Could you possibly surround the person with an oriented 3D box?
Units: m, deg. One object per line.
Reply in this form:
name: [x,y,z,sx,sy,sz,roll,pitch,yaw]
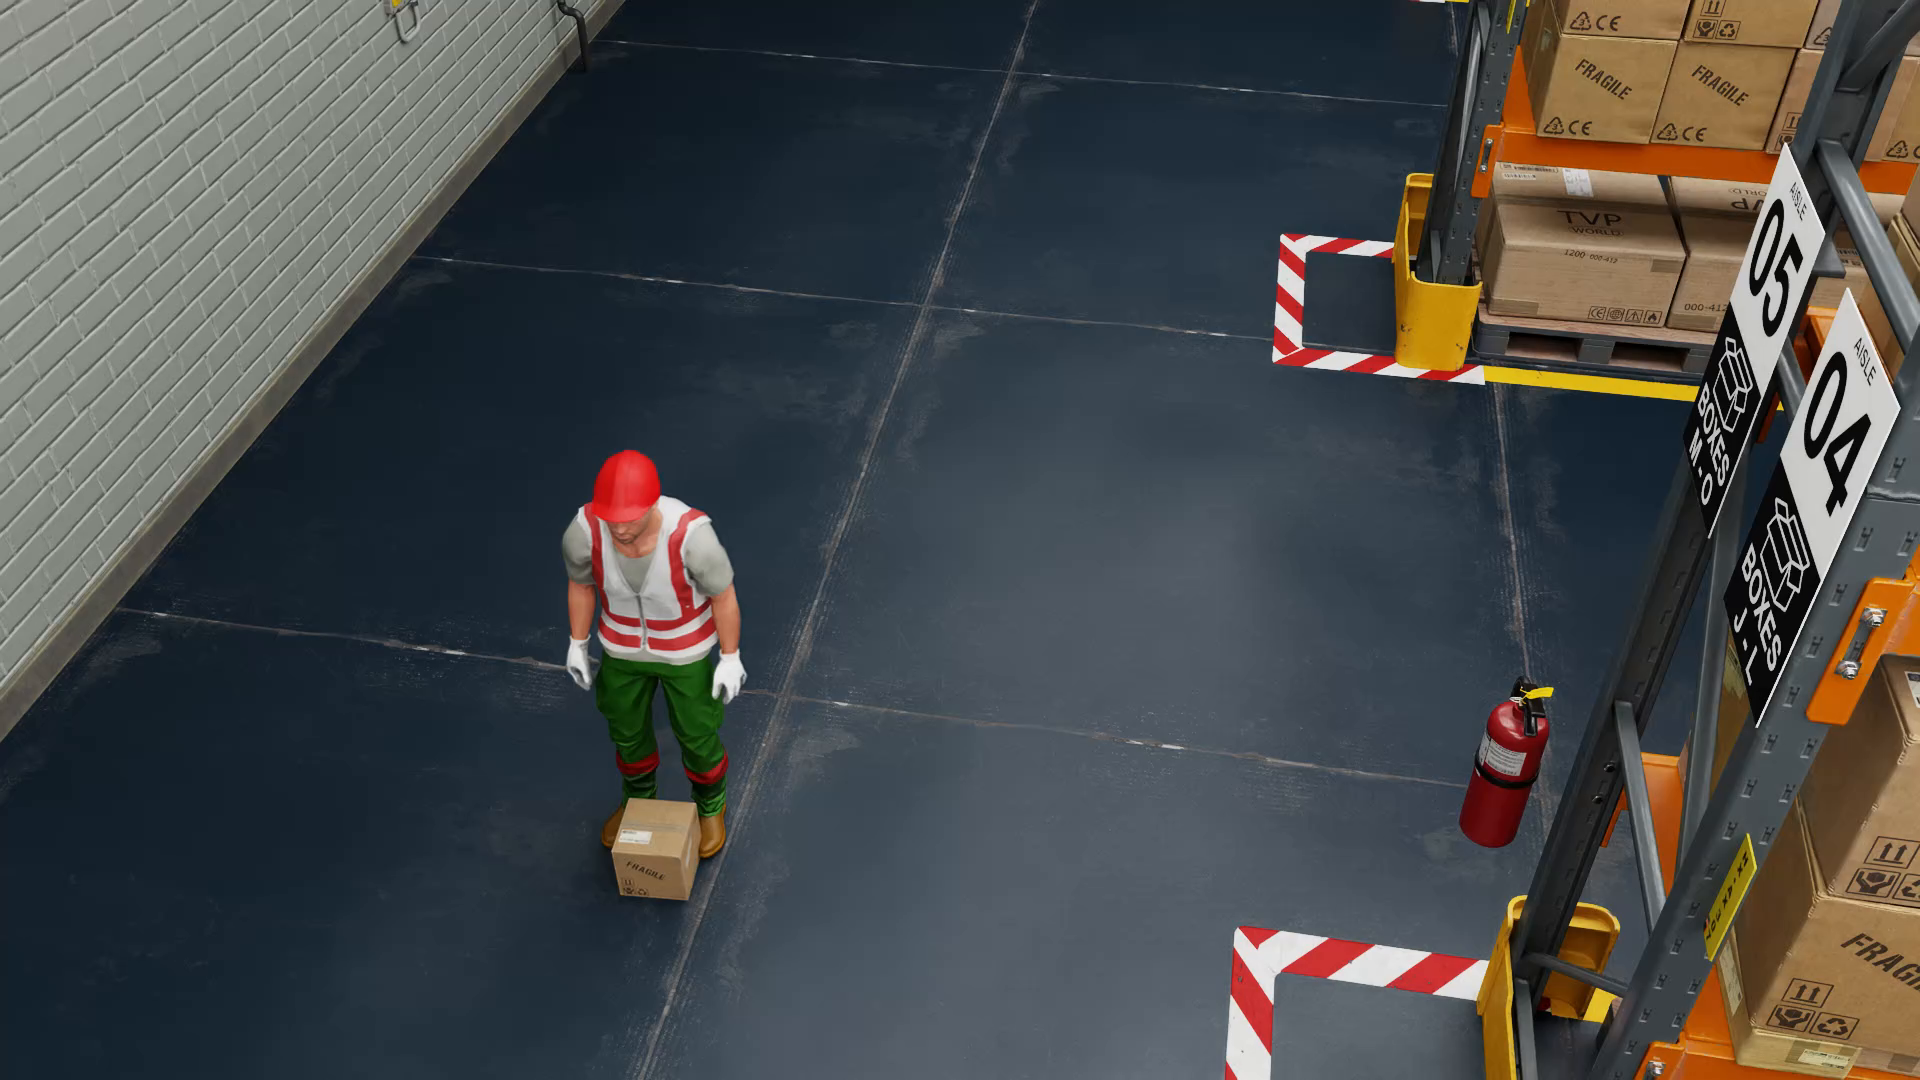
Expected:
person: [-1.039,0.391,5.681,0.623,1.780,0.450,5,40,6]
